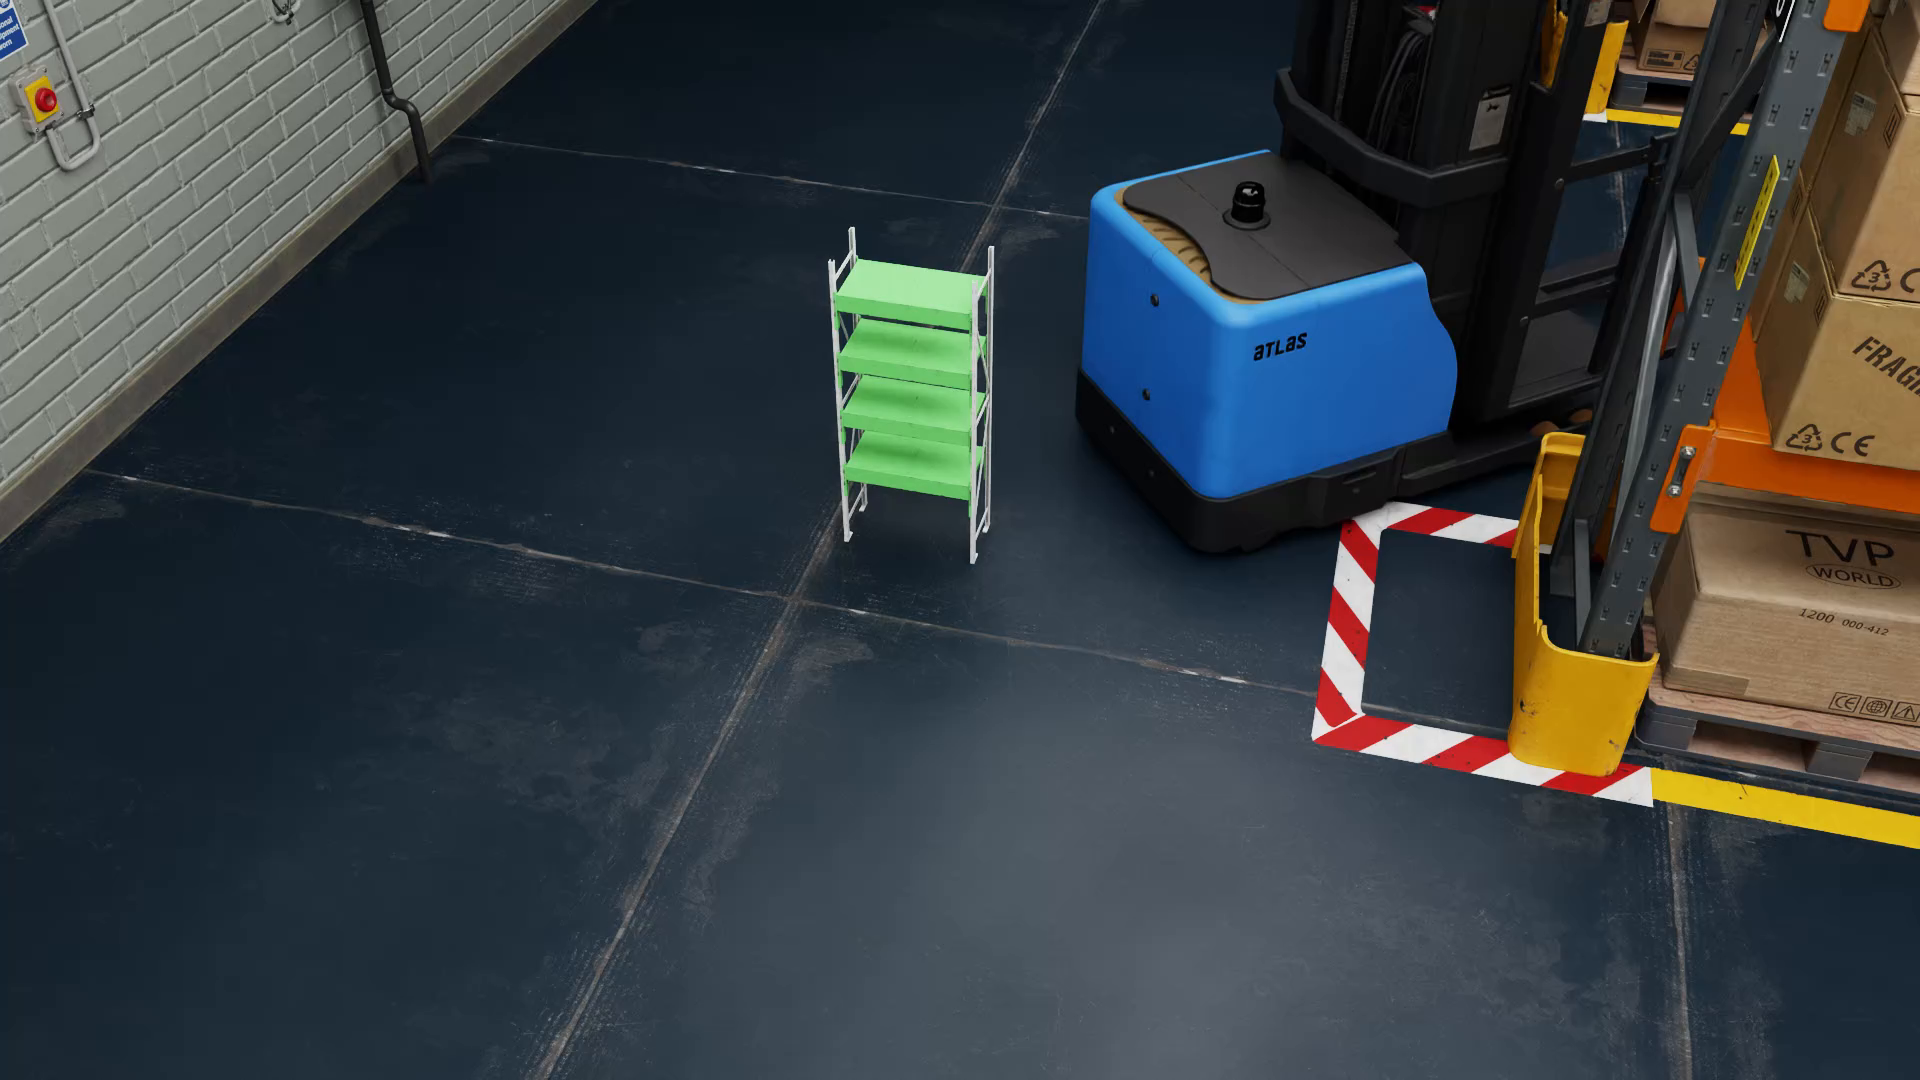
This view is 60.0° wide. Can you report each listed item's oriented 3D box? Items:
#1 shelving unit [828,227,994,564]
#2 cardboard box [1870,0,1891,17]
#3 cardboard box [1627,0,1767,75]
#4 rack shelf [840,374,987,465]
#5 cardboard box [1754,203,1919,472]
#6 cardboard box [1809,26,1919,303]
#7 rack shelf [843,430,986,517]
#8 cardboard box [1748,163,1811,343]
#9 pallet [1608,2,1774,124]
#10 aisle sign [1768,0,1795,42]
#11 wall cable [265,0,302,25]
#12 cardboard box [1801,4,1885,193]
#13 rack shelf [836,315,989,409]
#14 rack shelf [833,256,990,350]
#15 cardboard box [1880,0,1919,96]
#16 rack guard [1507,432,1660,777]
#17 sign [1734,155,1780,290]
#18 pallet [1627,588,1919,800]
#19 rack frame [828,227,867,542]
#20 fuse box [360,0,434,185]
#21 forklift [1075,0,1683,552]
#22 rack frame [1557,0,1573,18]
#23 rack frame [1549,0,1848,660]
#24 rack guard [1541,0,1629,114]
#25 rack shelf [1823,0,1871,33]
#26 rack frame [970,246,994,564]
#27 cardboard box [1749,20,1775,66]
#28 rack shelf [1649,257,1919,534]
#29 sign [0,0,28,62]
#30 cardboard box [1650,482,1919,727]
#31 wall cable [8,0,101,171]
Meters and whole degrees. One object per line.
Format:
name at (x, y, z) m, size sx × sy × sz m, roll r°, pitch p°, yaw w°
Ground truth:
shelving unit at (-0.160, -0.487, 5.897) m, size 0.503 × 1.200 × 0.258 m, roll 10°, pitch 41°, yaw 11°
cardboard box at (2.517, -1.499, 4.343) m, size 0.250 × 0.149 × 0.380 m, roll 10°, pitch 41°, yaw 12°
cardboard box at (3.964, -2.893, 8.977) m, size 0.637 × 0.503 × 0.797 m, roll 8°, pitch 41°, yaw 10°
rack shelf at (-0.160, -0.438, 5.938) m, size 0.480 × 0.148 × 0.258 m, roll 10°, pitch 41°, yaw 11°
cardboard box at (2.508, -0.545, 4.488) m, size 0.500 × 0.500 × 0.500 m, roll 9°, pitch 41°, yaw 11°
cardboard box at (2.509, -0.929, 4.168) m, size 0.500 × 0.500 × 0.500 m, roll 9°, pitch 41°, yaw 10°
rack shelf at (-0.160, -0.254, 6.092) m, size 0.480 × 0.148 × 0.258 m, roll 10°, pitch 41°, yaw 11°
cardboard box at (2.653, -0.887, 4.896) m, size 0.500 × 0.500 × 0.500 m, roll 10°, pitch 41°, yaw 12°
pallet at (4.242, -2.636, 9.225) m, size 1.213 × 0.211 × 1.003 m, roll 10°, pitch 41°, yaw 11°
aisle sign at (1.974, -1.592, 3.792) m, size 0.004 × 0.787 × 0.394 m, roll 10°, pitch 41°, yaw 11°
wall cable at (-2.979, -2.959, 6.651) m, size 0.122 × 1.984 × 0.588 m, roll 10°, pitch 41°, yaw 11°
cardboard box at (2.646, -1.253, 4.555) m, size 0.500 × 0.500 × 0.500 m, roll 11°, pitch 41°, yaw 13°
rack shelf at (-0.160, -0.622, 5.784) m, size 0.480 × 0.148 × 0.258 m, roll 10°, pitch 41°, yaw 11°
rack shelf at (-0.160, -0.806, 5.629) m, size 0.480 × 0.148 × 0.258 m, roll 10°, pitch 41°, yaw 11°
cardboard box at (2.390, -1.203, 3.990) m, size 0.250 × 0.149 × 0.380 m, roll 11°, pitch 41°, yaw 12°
rack guard at (2.095, 0.189, 5.637) m, size 0.348 × 0.500 × 1.175 m, roll 10°, pitch 41°, yaw 11°
sign at (1.969, -0.783, 4.115) m, size 0.005 × 0.325 × 0.100 m, roll 10°, pitch 41°, yaw 11°
pallet at (2.911, 0.388, 5.624) m, size 1.213 × 0.211 × 1.003 m, roll 10°, pitch 41°, yaw 11°
rack frame at (-0.396, -0.528, 5.945) m, size 0.015 × 1.200 × 0.240 m, roll 10°, pitch 41°, yaw 11°
fuse box at (-2.651, -2.475, 7.866) m, size 0.414 × 1.711 × 0.539 m, roll 10°, pitch 41°, yaw 11°
forklift at (2.025, -1.717, 6.016) m, size 3.031 × 2.935 × 1.130 m, roll -17°, pitch 43°, yaw -19°
rack frame at (3.398, -3.849, 8.500) m, size 0.127 × 3.000 × 1.000 m, roll 10°, pitch 41°, yaw 11°
rack frame at (2.119, -0.764, 4.828) m, size 0.127 × 3.000 × 1.000 m, roll 10°, pitch 41°, yaw 11°
rack guard at (3.471, -2.879, 9.289) m, size 0.348 × 0.500 × 1.175 m, roll 10°, pitch 41°, yaw 11°
rack shelf at (4.051, -1.305, 3.699) m, size 4.000 × 0.370 × 1.077 m, roll 10°, pitch 41°, yaw 11°
rack frame at (0.076, -0.446, 5.849) m, size 0.015 × 1.200 × 0.240 m, roll 10°, pitch 41°, yaw 11°
cardboard box at (4.365, -2.663, 8.978) m, size 0.250 × 0.149 × 0.380 m, roll 8°, pitch 41°, yaw 10°
rack shelf at (4.051, -0.157, 4.663) m, size 4.000 × 0.370 × 1.077 m, roll 10°, pitch 41°, yaw 11°
sign at (-3.406, -1.771, 5.816) m, size 0.001 × 0.218 × 0.327 m, roll 10°, pitch 41°, yaw 11°
cardboard box at (2.782, 0.103, 5.460) m, size 0.875 × 0.438 × 0.875 m, roll 8°, pitch 41°, yaw 10°
wall cable at (-3.335, -2.088, 5.590) m, size 0.123 × 1.953 × 0.585 m, roll 10°, pitch 41°, yaw 11°
